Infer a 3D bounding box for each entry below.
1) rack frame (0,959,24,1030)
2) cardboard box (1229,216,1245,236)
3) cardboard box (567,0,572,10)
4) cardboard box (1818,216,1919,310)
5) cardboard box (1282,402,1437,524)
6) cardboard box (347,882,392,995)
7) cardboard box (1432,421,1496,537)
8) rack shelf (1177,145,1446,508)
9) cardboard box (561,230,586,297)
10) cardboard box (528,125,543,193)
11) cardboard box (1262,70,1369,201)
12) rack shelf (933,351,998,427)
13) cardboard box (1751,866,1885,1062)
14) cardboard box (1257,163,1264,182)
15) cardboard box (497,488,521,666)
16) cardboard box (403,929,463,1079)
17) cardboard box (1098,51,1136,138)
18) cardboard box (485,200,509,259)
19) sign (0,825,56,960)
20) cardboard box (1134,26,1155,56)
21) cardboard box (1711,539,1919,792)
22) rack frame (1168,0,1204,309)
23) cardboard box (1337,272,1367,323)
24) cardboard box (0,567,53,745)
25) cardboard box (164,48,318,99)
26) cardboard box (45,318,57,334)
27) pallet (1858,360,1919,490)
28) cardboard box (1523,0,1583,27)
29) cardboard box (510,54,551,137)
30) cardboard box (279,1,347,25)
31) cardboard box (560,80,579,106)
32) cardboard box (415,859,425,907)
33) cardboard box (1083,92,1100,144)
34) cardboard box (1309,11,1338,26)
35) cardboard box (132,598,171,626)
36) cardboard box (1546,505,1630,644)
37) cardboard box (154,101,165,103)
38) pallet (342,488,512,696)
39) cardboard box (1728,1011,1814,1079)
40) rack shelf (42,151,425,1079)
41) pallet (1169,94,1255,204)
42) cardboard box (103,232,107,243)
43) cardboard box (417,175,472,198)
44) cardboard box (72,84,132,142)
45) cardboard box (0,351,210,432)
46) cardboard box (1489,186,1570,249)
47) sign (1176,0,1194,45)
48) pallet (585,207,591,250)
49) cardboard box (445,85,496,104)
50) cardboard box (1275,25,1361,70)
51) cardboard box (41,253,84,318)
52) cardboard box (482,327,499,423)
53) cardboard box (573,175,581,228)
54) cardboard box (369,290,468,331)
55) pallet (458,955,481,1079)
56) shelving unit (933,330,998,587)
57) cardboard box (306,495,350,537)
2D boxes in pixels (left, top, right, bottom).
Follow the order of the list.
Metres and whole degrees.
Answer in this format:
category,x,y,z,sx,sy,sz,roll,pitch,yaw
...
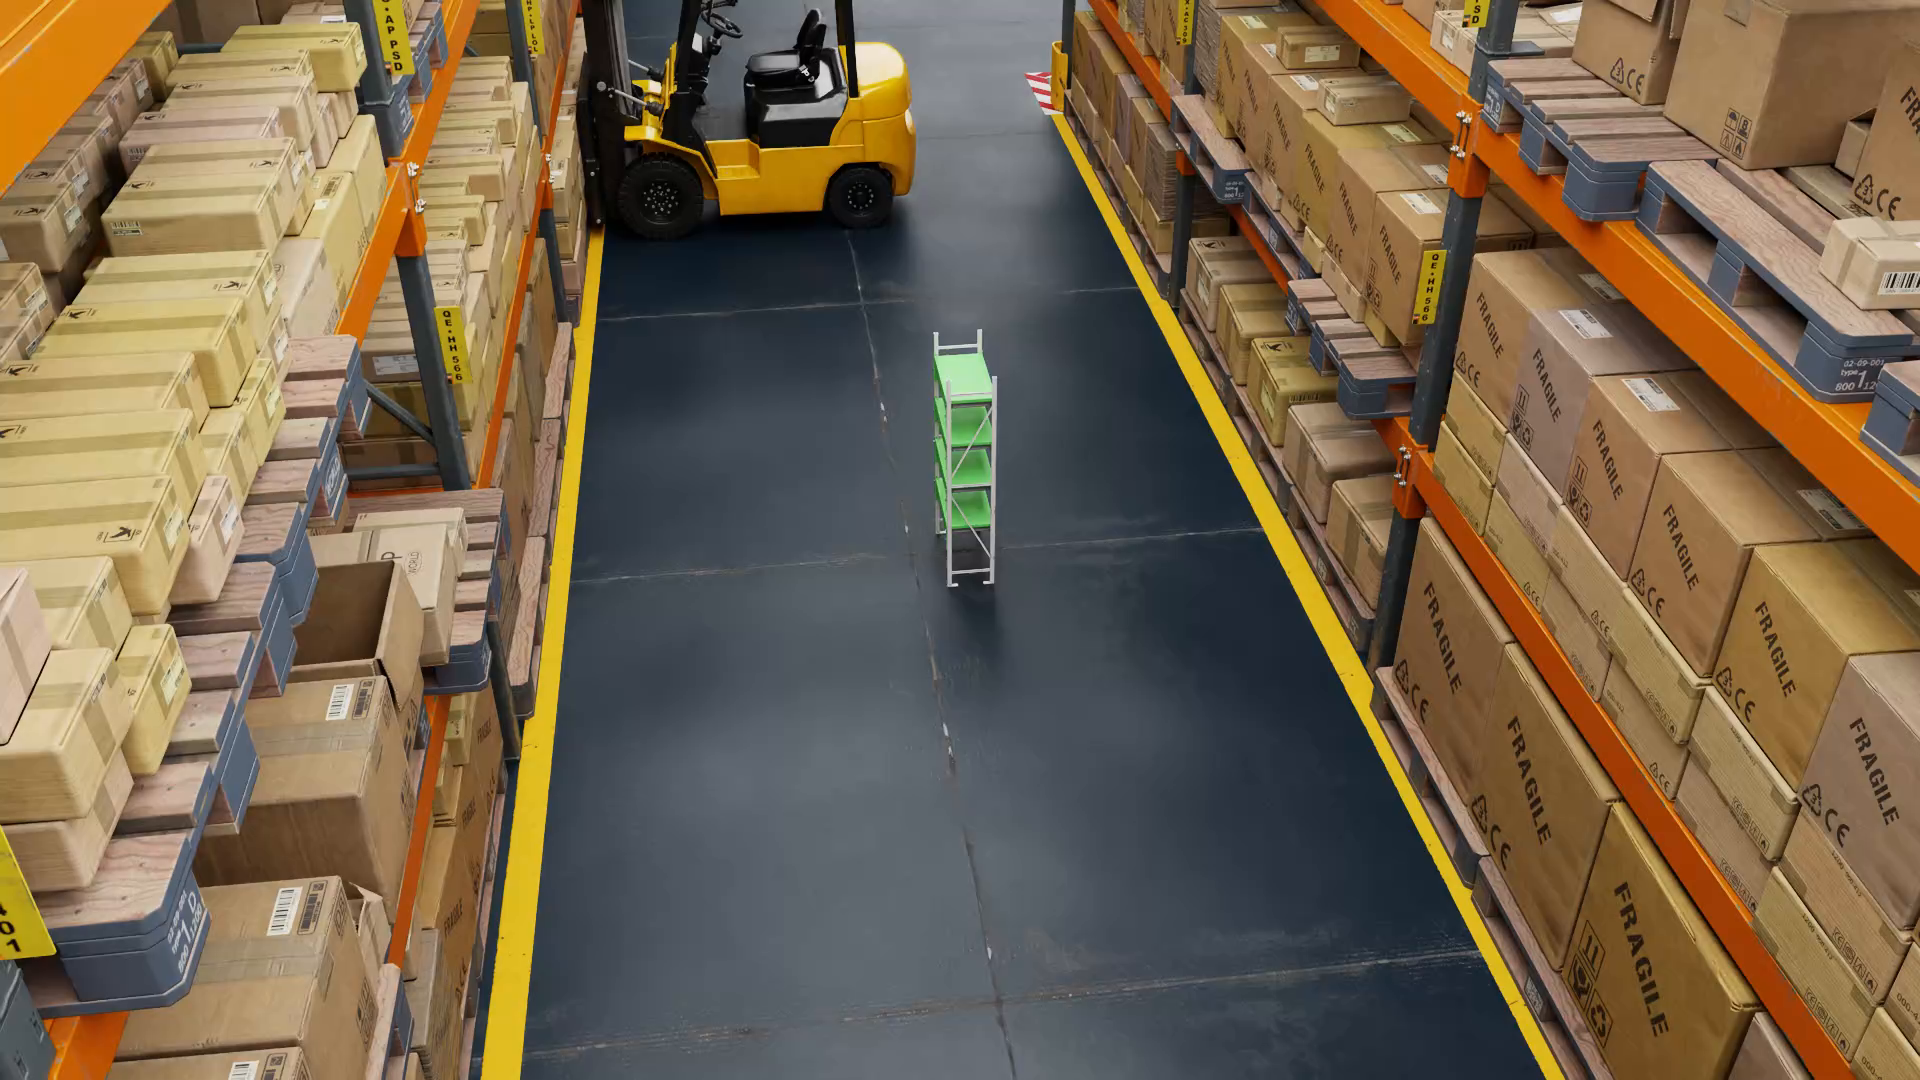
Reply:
category,x,y,z,sx,sy,sz,roll,pitch,yaw
rack frame,-1.932,-0.495,1.614,1.000,3.000,0.127,-4,35,-6
cardboard box,2.098,-2.245,11.579,0.500,0.250,0.500,-6,35,-9
cardboard box,-3.159,-4.209,12.302,0.500,0.500,0.500,-3,34,-5
cardboard box,2.583,-0.754,4.493,0.380,0.166,0.250,-2,34,-2
cardboard box,2.275,-0.441,8.823,0.950,0.372,0.625,-5,35,-7
cardboard box,-1.739,1.062,4.404,0.396,0.266,0.258,-3,34,-4
cardboard box,2.265,-0.272,6.748,0.500,0.250,0.500,-5,35,-7
rack shelf,2.179,-1.445,8.974,1.077,0.370,4.000,-4,35,-6
cardboard box,-2.745,-1.813,10.944,0.500,0.250,0.500,-4,34,-6
cardboard box,-2.681,-2.157,9.513,0.500,0.250,0.500,-4,34,-5
cardboard box,1.890,-2.071,8.528,0.500,0.500,0.500,-6,35,-8
rack shelf,0.022,-0.747,8.171,0.258,0.148,0.480,-4,35,-6
cardboard box,2.608,1.152,4.657,0.500,0.250,0.500,-5,35,-7
cardboard box,1.835,-2.019,9.027,0.380,0.149,0.250,-4,34,-6
cardboard box,-2.540,0.210,7.642,0.875,0.625,0.625,-3,34,-5
cardboard box,-1.982,1.691,5.580,0.500,0.500,0.500,-6,35,-8
cardboard box,1.344,-3.381,12.580,0.500,0.500,0.500,-4,34,-5
cardboard box,-2.500,-1.515,8.127,0.500,0.250,0.500,-4,34,-6
sign,-1.395,0.485,2.380,0.100,0.325,0.005,-4,35,-6
cardboard box,1.425,-3.478,11.541,0.380,0.149,0.250,-5,35,-7
cardboard box,2.551,0.349,4.727,0.500,0.500,0.500,-3,34,-5
rack frame,1.910,-2.858,10.409,1.000,3.000,0.127,-4,35,-6
cardboard box,1.985,-1.142,7.742,0.380,0.149,0.250,-5,35,-7
cardboard box,-1.627,0.145,2.469,0.396,0.266,0.258,-5,35,-7
cardboard box,-2.200,-1.389,5.105,0.380,0.149,0.250,-5,35,-8
cardboard box,-2.302,-0.389,3.884,0.380,0.149,0.250,-4,34,-6
pallet,2.814,-0.062,3.813,0.805,0.209,1.217,-6,35,-8
cardboard box,2.540,-2.141,6.813,0.396,0.266,0.258,-4,35,-6
cardboard box,-2.809,-2.789,10.219,0.500,0.500,0.500,-5,35,-8
cardboard box,-2.216,-1.824,5.973,0.380,0.166,0.250,-4,35,-6
cardboard box,-2.962,-3.081,11.917,0.500,0.250,0.500,-5,35,-7
cardboard box,-2.069,1.190,5.740,0.380,0.149,0.250,-5,35,-7
cardboard box,1.268,-3.371,13.231,0.500,0.250,0.500,-3,34,-5
cardboard box,2.268,-2.679,9.421,0.500,0.500,0.500,-4,34,-6
cardboard box,-1.710,0.155,3.085,0.380,0.149,0.250,-4,34,-6
cardboard box,2.395,0.098,5.760,0.500,0.250,0.500,-4,35,-7
cardboard box,-2.658,-1.369,5.339,0.380,0.149,0.250,-4,34,-6
pallet,-2.309,0.204,6.086,1.213,0.211,1.003,-4,35,-6
cardboard box,2.823,1.970,4.837,0.875,0.875,0.875,-3,34,-5
rack shelf,-2.201,-0.074,4.299,1.077,0.370,4.000,-4,35,-6
pallet,1.869,-2.342,9.821,1.003,0.211,1.213,-4,35,-6
cardboard box,-2.097,-0.838,4.560,0.380,0.149,0.250,-4,34,-6
cardboard box,-2.536,-1.615,7.920,0.380,0.149,0.250,-4,35,-6
cardboard box,-2.655,-1.206,4.836,0.380,0.149,0.250,-5,35,-7
cardboard box,-1.789,-0.258,3.427,0.380,0.149,0.250,-4,34,-6
cardboard box,2.617,-1.233,7.298,0.500,0.500,0.500,-5,35,-8
sign,1.373,-3.171,10.099,0.100,0.325,0.005,-4,35,-6
pallet,-3.241,-2.457,12.297,1.003,0.211,1.213,-4,35,-6
cardboard box,-2.709,-2.333,8.973,0.380,0.149,0.250,-4,35,-6
cardboard box,1.871,-2.577,8.694,0.380,0.149,0.250,-3,34,-4
cardboard box,-2.515,-0.657,4.294,0.380,0.149,0.250,-5,35,-7
cardboard box,-2.350,-0.733,7.424,0.500,0.250,0.500,-5,35,-7
cardboard box,-2.837,-2.298,11.213,0.500,0.250,0.500,-5,35,-7
cardboard box,-2.258,-0.907,6.881,0.380,0.149,0.250,-4,34,-5
pallet,-2.246,2.003,5.752,1.003,0.211,1.213,-4,35,-6
shelving unit,0.022,-0.403,8.405,0.258,1.200,0.503,-4,35,-6
cardboard box,-2.556,-0.164,5.994,0.500,0.500,0.500,-3,34,-4
